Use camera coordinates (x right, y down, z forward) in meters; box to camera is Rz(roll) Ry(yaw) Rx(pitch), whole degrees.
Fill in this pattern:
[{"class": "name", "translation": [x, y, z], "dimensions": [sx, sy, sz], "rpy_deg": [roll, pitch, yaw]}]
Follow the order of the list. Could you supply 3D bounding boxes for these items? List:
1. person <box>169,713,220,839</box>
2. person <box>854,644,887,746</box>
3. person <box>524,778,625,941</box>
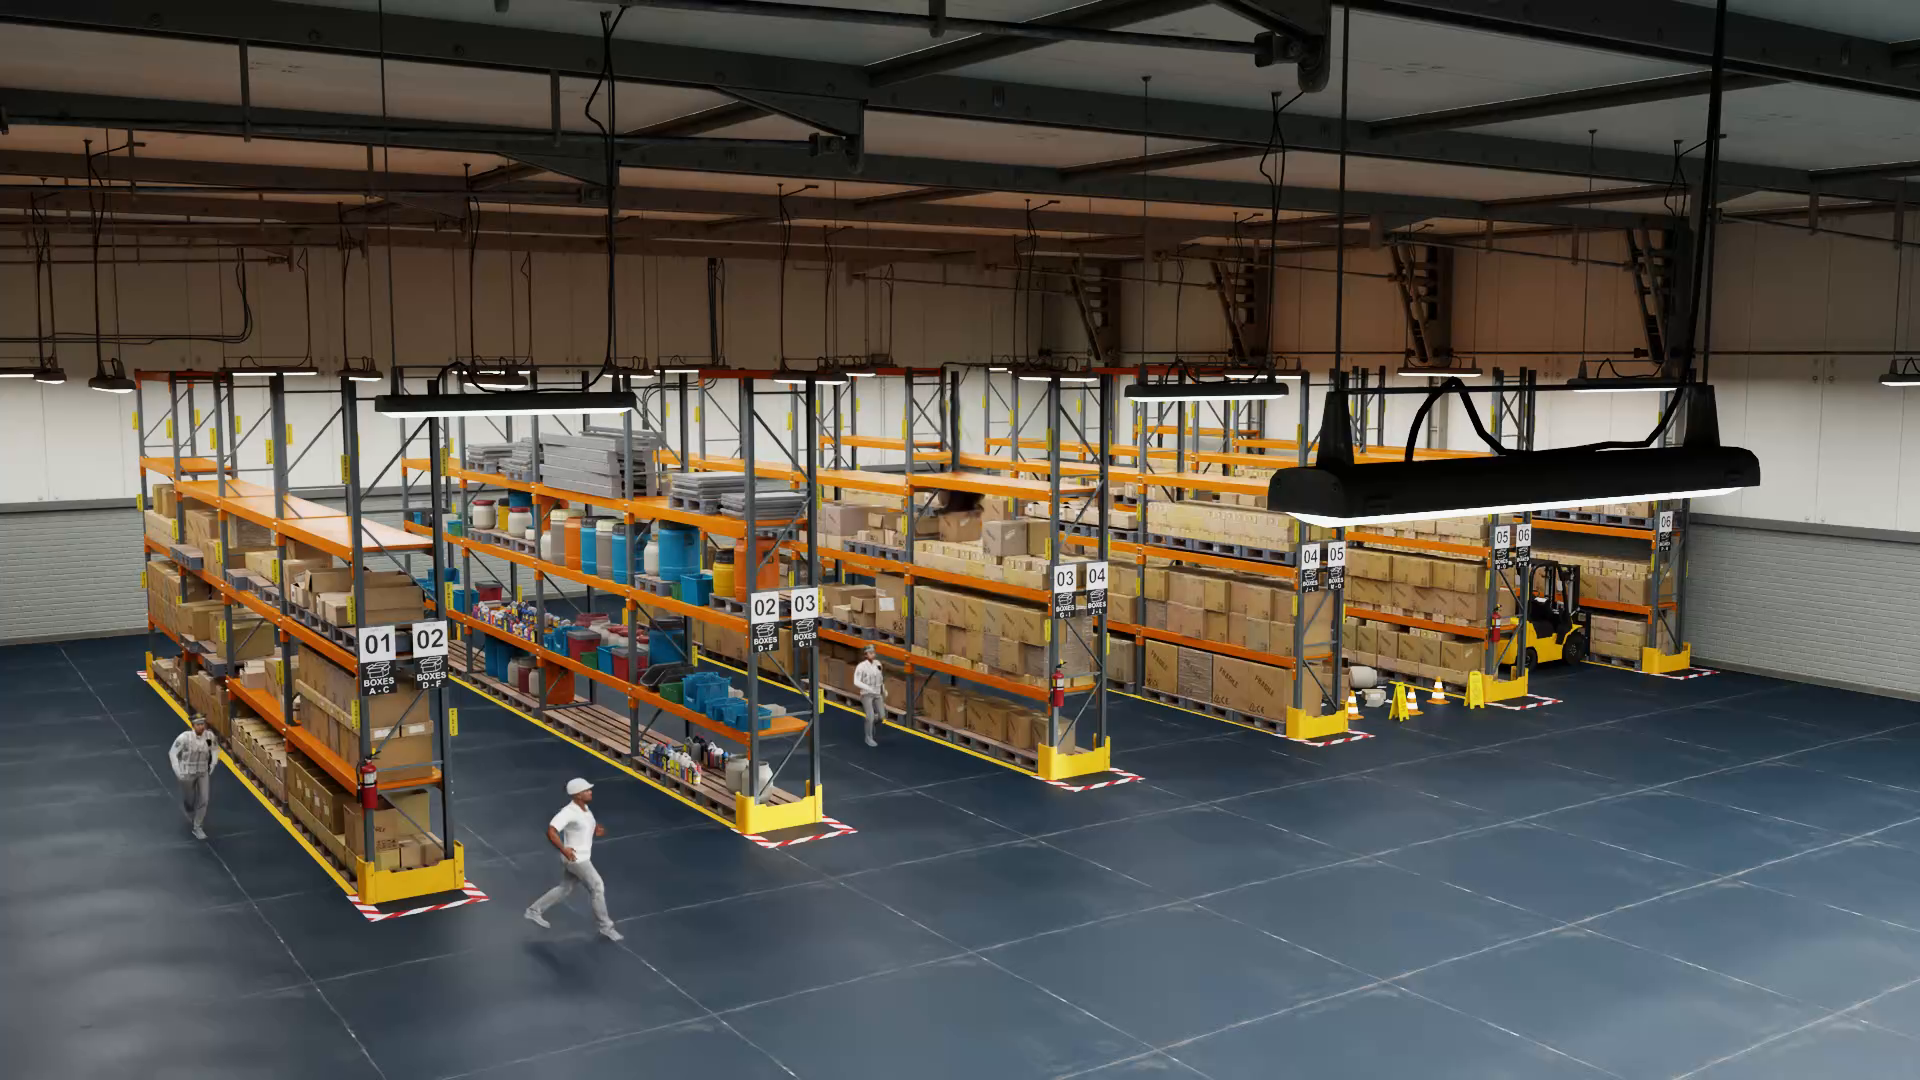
[{"class": "person", "translation": [-10.079, 3.068, 21.957], "dimensions": [0.597, 1.669, 0.763], "rpy_deg": [-5, 8, -38]}, {"class": "person", "translation": [-1.422, 2.495, 26.822], "dimensions": [0.612, 1.658, 0.548], "rpy_deg": [-4, 8, -33]}, {"class": "person", "translation": [-4.173, 3.454, 17.931], "dimensions": [1.067, 1.816, 0.663], "rpy_deg": [-1, 7, -12]}]
